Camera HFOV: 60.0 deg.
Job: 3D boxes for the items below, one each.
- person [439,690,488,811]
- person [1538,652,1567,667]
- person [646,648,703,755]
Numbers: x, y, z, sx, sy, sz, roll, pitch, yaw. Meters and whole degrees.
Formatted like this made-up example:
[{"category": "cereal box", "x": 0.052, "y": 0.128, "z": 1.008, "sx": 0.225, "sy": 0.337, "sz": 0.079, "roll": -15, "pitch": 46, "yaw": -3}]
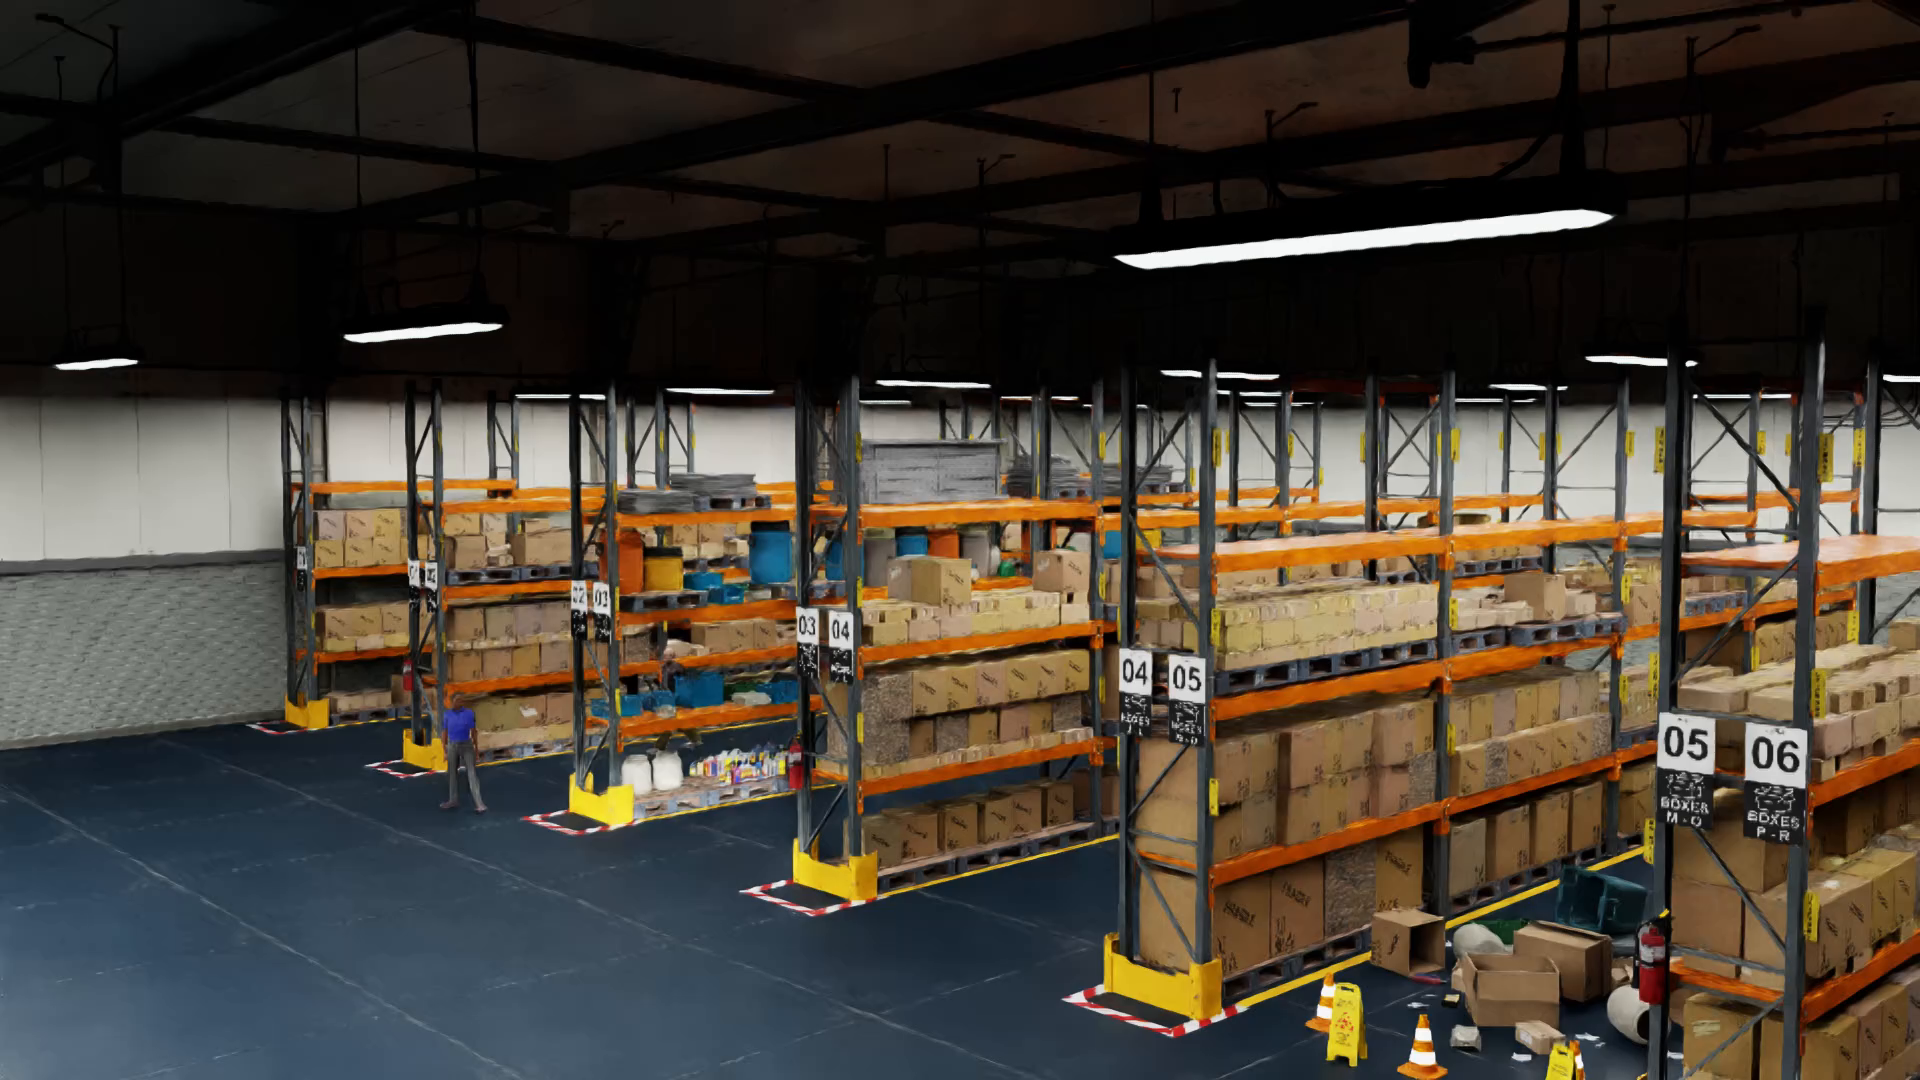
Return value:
[{"category": "person", "x": -6.812, "y": 2.873, "z": 22.795, "sx": 0.697, "sy": 1.647, "sz": 0.555, "roll": -1, "pitch": 4, "yaw": -8}, {"category": "person", "x": 11.070, "y": 2.302, "z": 31.348, "sx": 0.729, "sy": 1.719, "sz": 0.510, "roll": 0, "pitch": 4, "yaw": 6}, {"category": "person", "x": -4.653, "y": 2.580, "z": 26.875, "sx": 1.193, "sy": 1.698, "sz": 0.598, "roll": -3, "pitch": 5, "yaw": -41}]
